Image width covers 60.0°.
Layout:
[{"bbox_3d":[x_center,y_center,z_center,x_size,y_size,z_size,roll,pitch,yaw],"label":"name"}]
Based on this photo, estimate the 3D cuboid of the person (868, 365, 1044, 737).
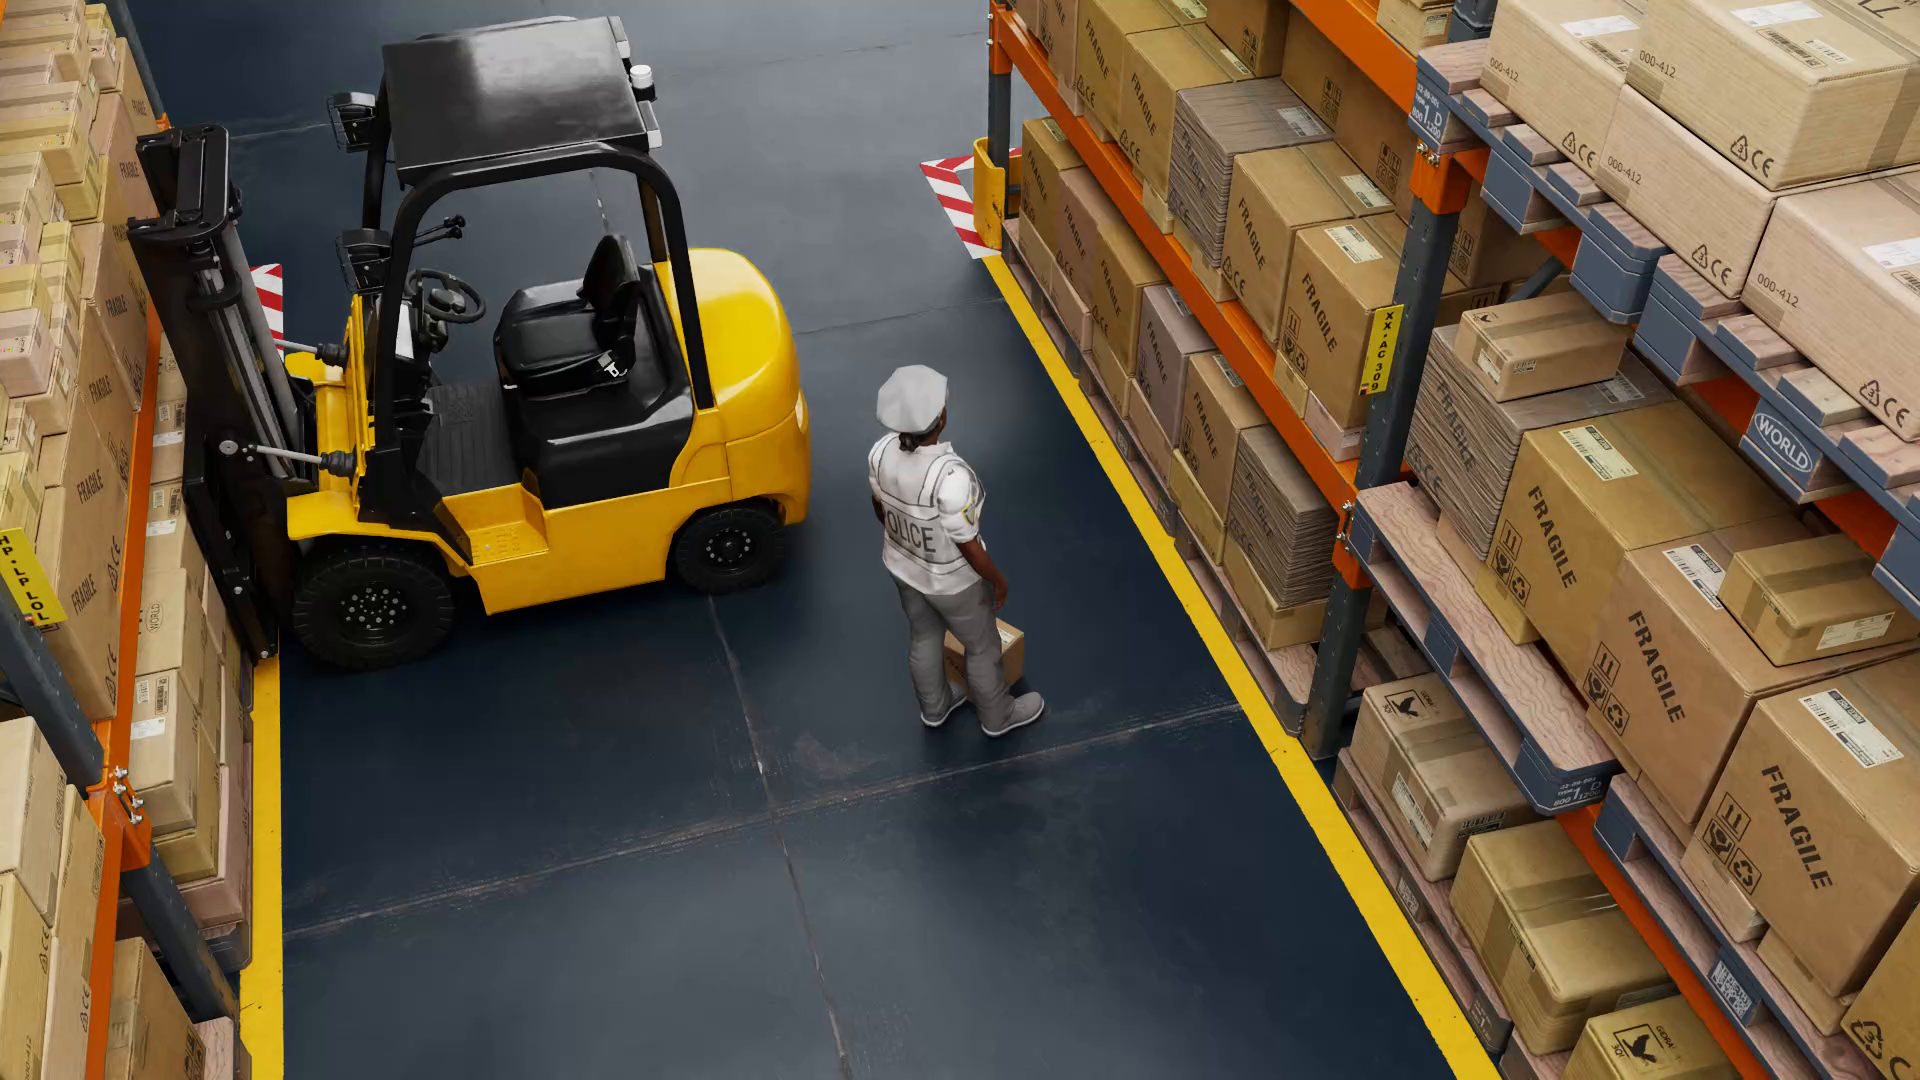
[{"bbox_3d":[-0.024,0.056,6.061,0.569,1.696,0.528,30,50,28],"label":"person"}]
